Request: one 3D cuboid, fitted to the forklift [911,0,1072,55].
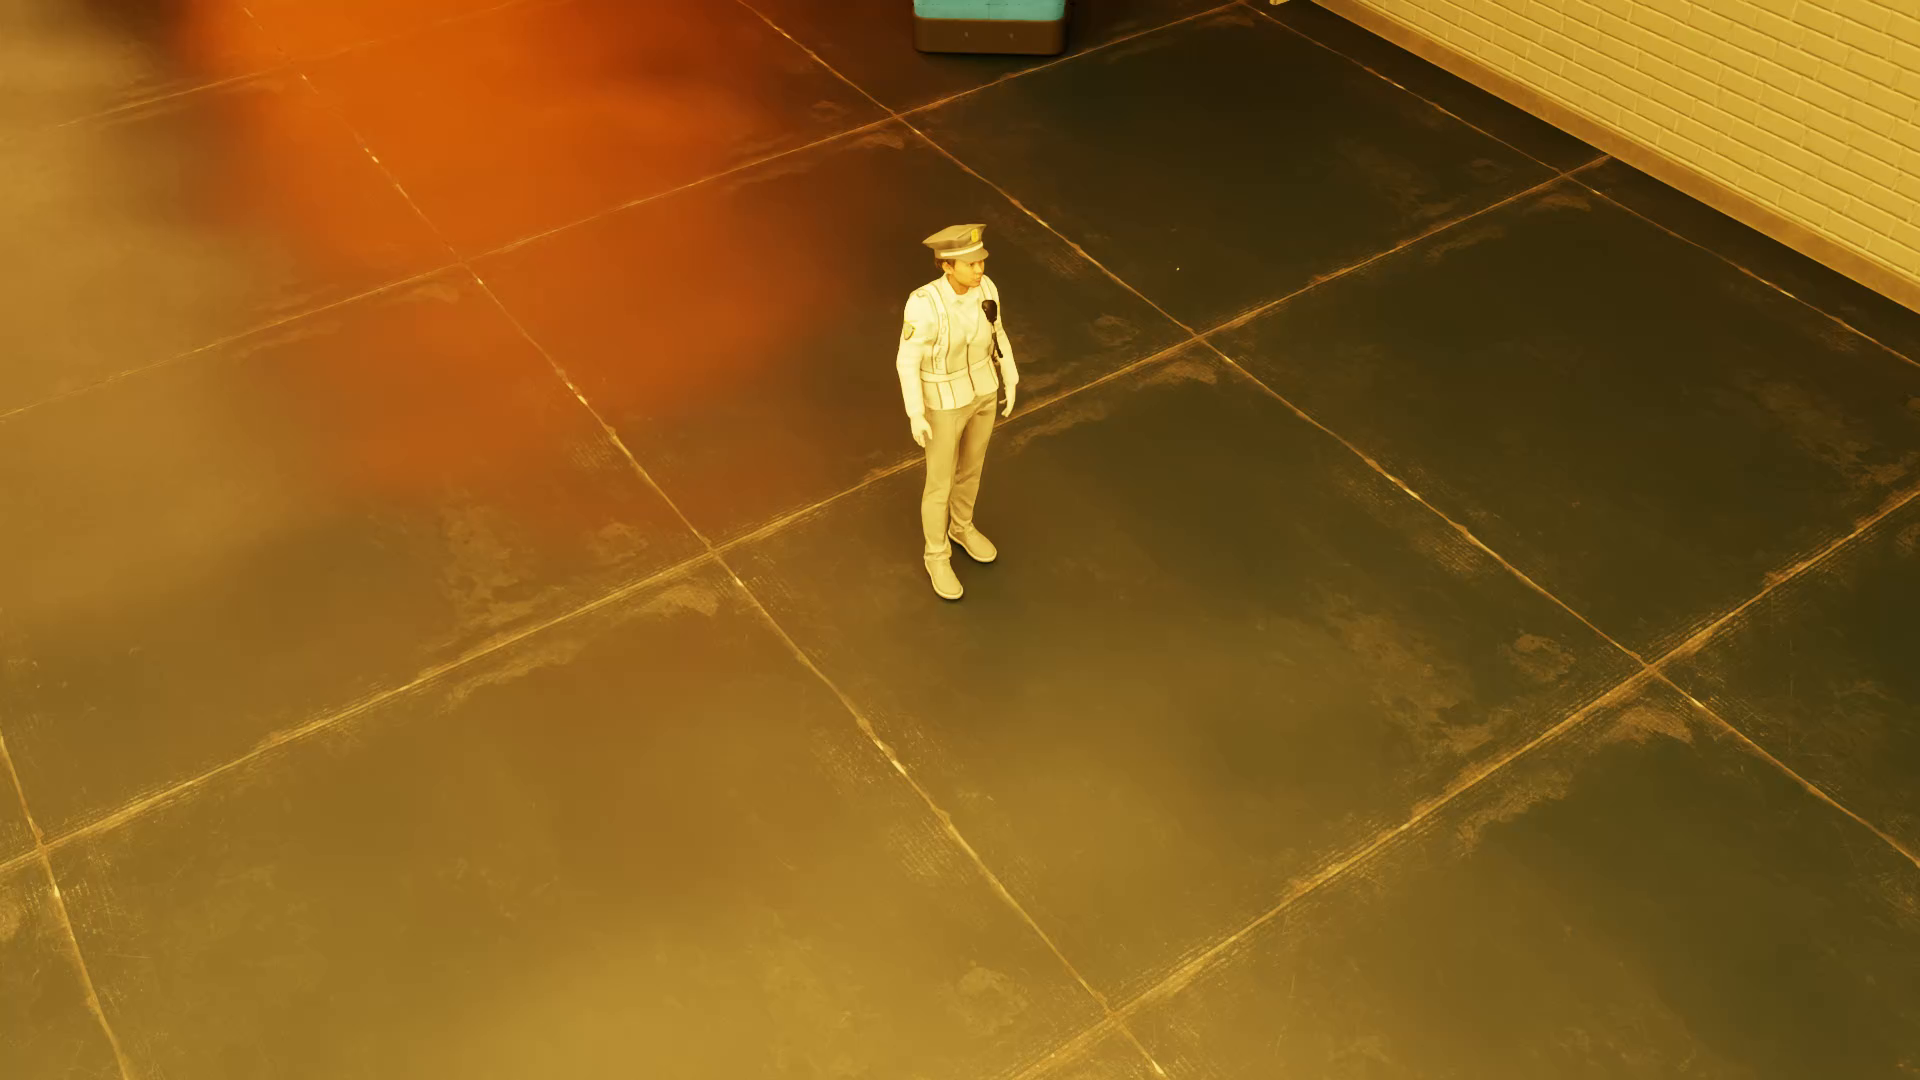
[{"bbox_3d":[0.270,-5.382,11.556,1.130,2.935,3.031,2,43,2],"label":"forklift"}]

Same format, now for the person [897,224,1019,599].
[{"bbox_3d":[0.034,-0.587,7.254,0.586,1.694,0.530,-25,48,-25],"label":"person"}]
